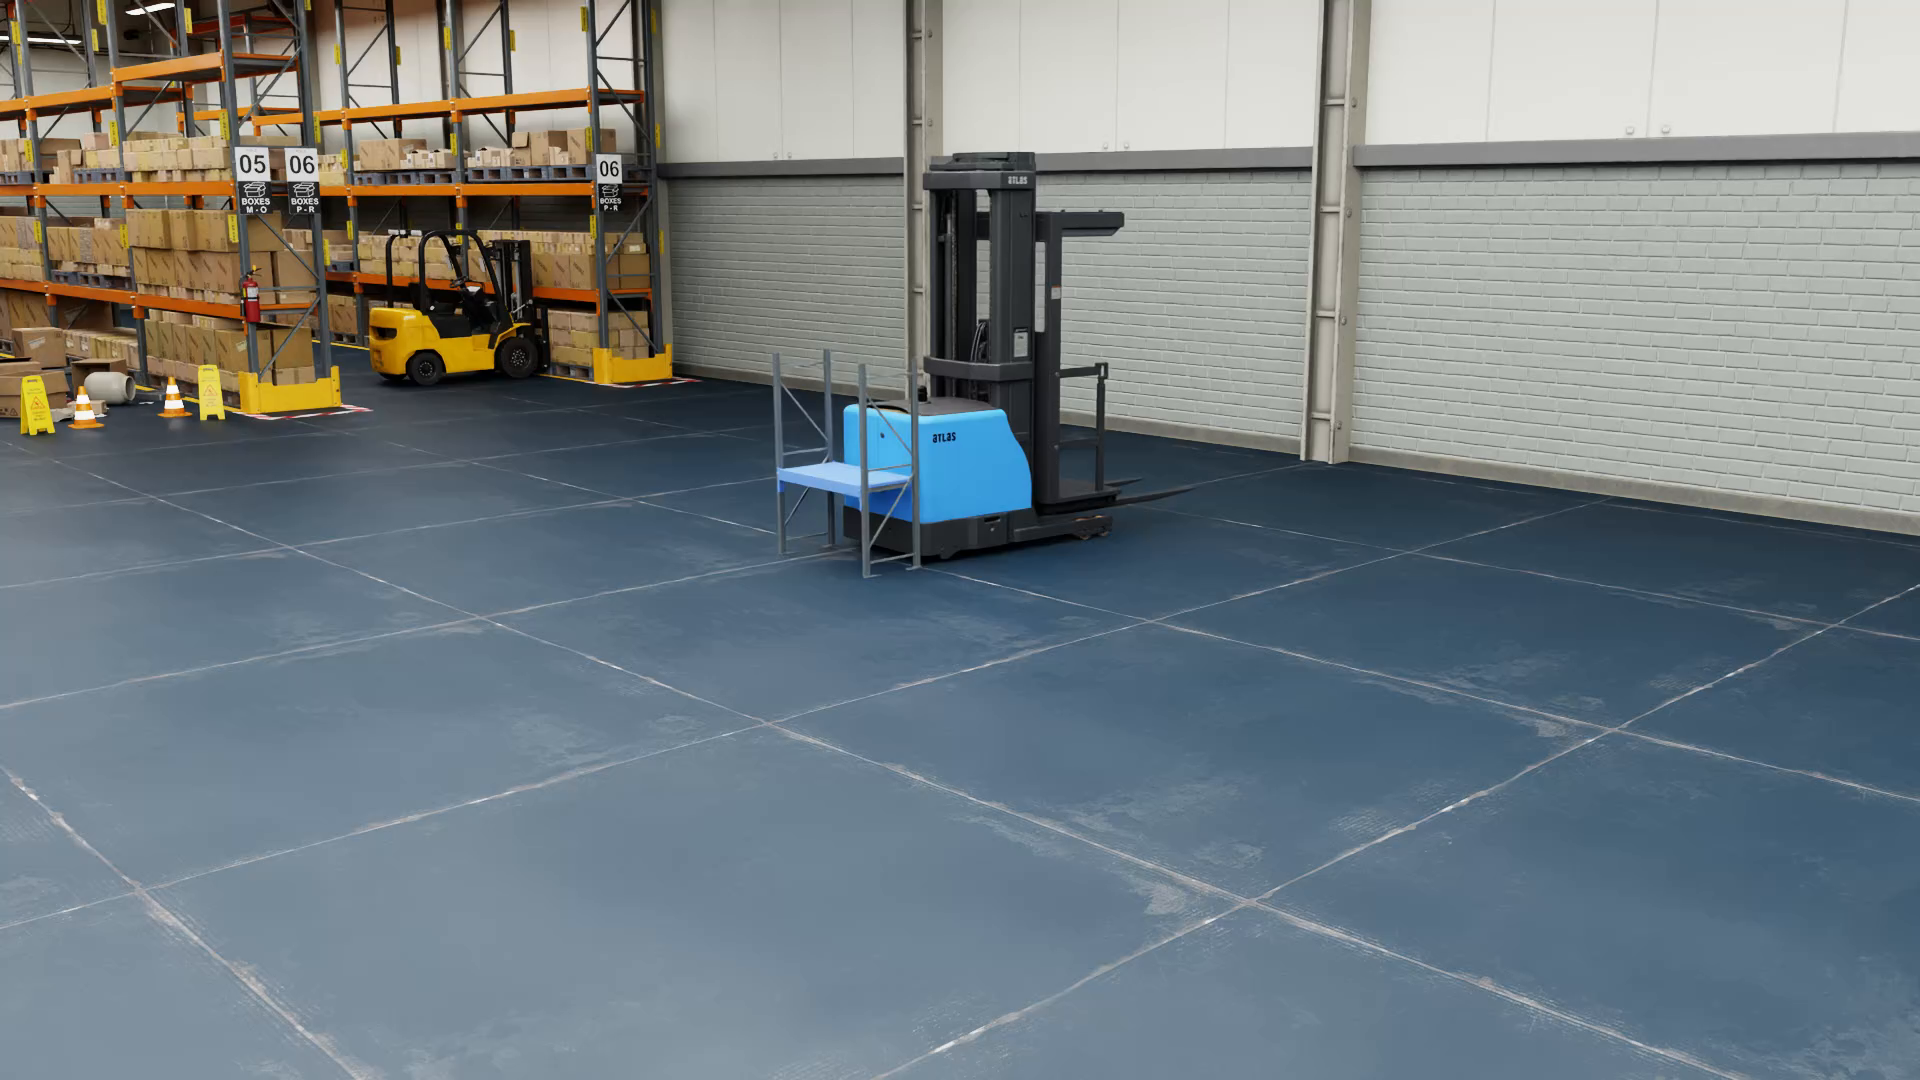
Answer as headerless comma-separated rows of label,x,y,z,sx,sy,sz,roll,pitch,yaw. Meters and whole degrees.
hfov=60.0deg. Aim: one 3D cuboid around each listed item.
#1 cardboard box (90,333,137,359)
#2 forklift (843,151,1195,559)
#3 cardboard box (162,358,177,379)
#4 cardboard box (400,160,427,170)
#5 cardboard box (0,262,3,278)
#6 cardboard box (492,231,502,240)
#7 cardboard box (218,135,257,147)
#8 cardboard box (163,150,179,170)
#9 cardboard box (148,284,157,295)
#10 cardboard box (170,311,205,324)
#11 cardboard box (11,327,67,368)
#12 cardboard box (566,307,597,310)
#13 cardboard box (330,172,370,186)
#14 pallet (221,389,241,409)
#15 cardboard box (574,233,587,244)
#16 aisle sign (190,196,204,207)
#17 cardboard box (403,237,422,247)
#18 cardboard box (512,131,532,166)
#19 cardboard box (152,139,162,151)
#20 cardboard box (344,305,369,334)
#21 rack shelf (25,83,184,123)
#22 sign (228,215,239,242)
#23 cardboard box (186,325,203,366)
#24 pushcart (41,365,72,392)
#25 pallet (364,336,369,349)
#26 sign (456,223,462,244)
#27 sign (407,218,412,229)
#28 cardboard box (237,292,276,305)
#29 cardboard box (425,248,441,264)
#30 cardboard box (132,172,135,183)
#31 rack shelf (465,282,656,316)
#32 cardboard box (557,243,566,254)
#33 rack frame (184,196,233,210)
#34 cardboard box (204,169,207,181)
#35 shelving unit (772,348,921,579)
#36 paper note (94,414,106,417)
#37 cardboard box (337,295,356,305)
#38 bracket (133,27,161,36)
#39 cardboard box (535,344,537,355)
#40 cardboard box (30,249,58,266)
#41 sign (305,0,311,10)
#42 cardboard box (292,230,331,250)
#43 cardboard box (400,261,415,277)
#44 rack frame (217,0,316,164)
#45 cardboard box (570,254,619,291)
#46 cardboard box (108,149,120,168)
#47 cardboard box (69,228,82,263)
cardboard box,-12.459,-2.894,24.994,0.950,0.372,0.625,-10,15,-41
forklift,0.574,-1.513,12.990,3.031,2.935,1.130,-9,15,-38
cardboard box,-10.526,-2.352,22.667,0.500,0.250,0.500,-10,15,-39
cardboard box,-9.039,-6.217,27.553,0.380,0.149,0.250,-11,16,-43
cardboard box,-15.825,-4.534,27.856,0.500,0.250,0.500,-11,16,-43
cardboard box,-6.989,-4.696,25.680,0.380,0.149,0.250,-10,16,-41
cardboard box,-8.799,-4.854,20.252,0.380,0.149,0.250,-11,16,-42
cardboard box,-9.959,-4.910,21.510,0.500,0.250,0.500,-11,16,-42
cardboard box,-10.917,-3.450,22.844,0.380,0.149,0.250,-10,15,-41
cardboard box,-10.315,-2.973,22.216,0.380,0.149,0.250,-10,15,-39
cardboard box,-12.381,-2.587,22.354,0.500,0.500,0.500,-11,16,-43
cardboard box,-5.645,-3.394,25.245,0.500,0.250,0.500,-11,16,-43
cardboard box,-10.819,-6.406,29.508,0.500,0.250,0.500,11,16,43
pallet,-8.940,-1.878,21.504,1.003,0.211,1.213,-11,16,-43
cardboard box,-5.357,-4.368,24.089,0.380,0.149,0.250,-11,16,-42
aisle sign,-16.074,-7.379,34.851,0.394,0.787,0.004,-11,16,-43
cardboard box,-9.067,-4.981,27.800,0.250,0.149,0.380,11,16,44
cardboard box,-6.258,-5.861,24.946,0.797,0.503,0.637,-10,15,-41
cardboard box,-10.387,-5.193,21.898,0.250,0.149,0.380,11,16,43
cardboard box,-10.737,-3.982,29.961,0.500,0.500,0.500,-10,15,-41
rack shelf,-12.496,-6.375,24.327,1.077,0.370,4.000,-11,16,-43
sign,-8.767,-3.757,20.060,0.100,0.325,0.005,-11,16,-43
cardboard box,-9.800,-2.566,21.850,0.500,0.500,0.500,11,16,44
pushcart,-12.729,-2.084,22.090,0.936,0.377,1.648,6,13,26
pallet,-9.749,-3.478,29.268,1.003,0.211,1.213,-11,16,-43
sign,-7.913,-4.837,26.280,0.100,0.325,0.005,-11,16,-43
sign,-9.890,-5.614,29.857,0.100,0.325,0.005,-11,16,-43
cardboard box,-8.765,-3.011,20.715,0.380,0.149,0.250,-10,15,-41
cardboard box,-8.412,-4.667,27.262,0.500,0.250,0.500,11,16,44
cardboard box,-11.076,-4.959,22.735,0.380,0.149,0.250,-11,16,-43
rack shelf,-6.146,-3.741,25.419,1.077,0.370,4.000,-11,16,-43
cardboard box,-5.703,-4.297,24.479,0.380,0.149,0.250,-11,16,-43
rack frame,-15.814,-6.137,35.263,1.000,3.000,0.127,-11,16,-43
cardboard box,-9.282,-4.590,20.946,0.380,0.149,0.250,-11,16,-42
shelving unit,-0.822,-0.579,11.988,0.538,1.500,1.048,-11,16,-40
paper note,-10.445,-1.516,20.192,0.142,0.019,0.148,6,13,26
cardboard box,-11.025,-4.340,30.092,0.250,0.149,0.380,11,16,42
bracket,-19.497,-11.776,38.848,0.076,0.066,5.218,-11,16,-43
cardboard box,-6.368,-2.906,25.356,0.500,0.250,0.500,-10,15,-41
cardboard box,-14.395,-4.483,26.372,0.500,0.250,0.500,-11,16,-43
sign,-7.960,-6.619,20.229,0.100,0.325,0.005,-11,16,-43
cardboard box,-11.980,-5.516,30.961,0.700,0.500,0.500,-11,16,-43
cardboard box,-9.098,-4.573,28.044,0.500,0.250,0.500,-10,15,-41
rack frame,-8.352,-6.048,19.964,1.000,3.000,0.127,-11,16,-43
cardboard box,-5.295,-3.886,24.090,0.500,0.500,0.500,-11,16,-44
cardboard box,-11.623,-5.359,23.389,0.500,0.250,0.500,-11,16,-44
cardboard box,-12.997,-4.428,24.943,0.500,0.500,0.500,-11,16,-42
